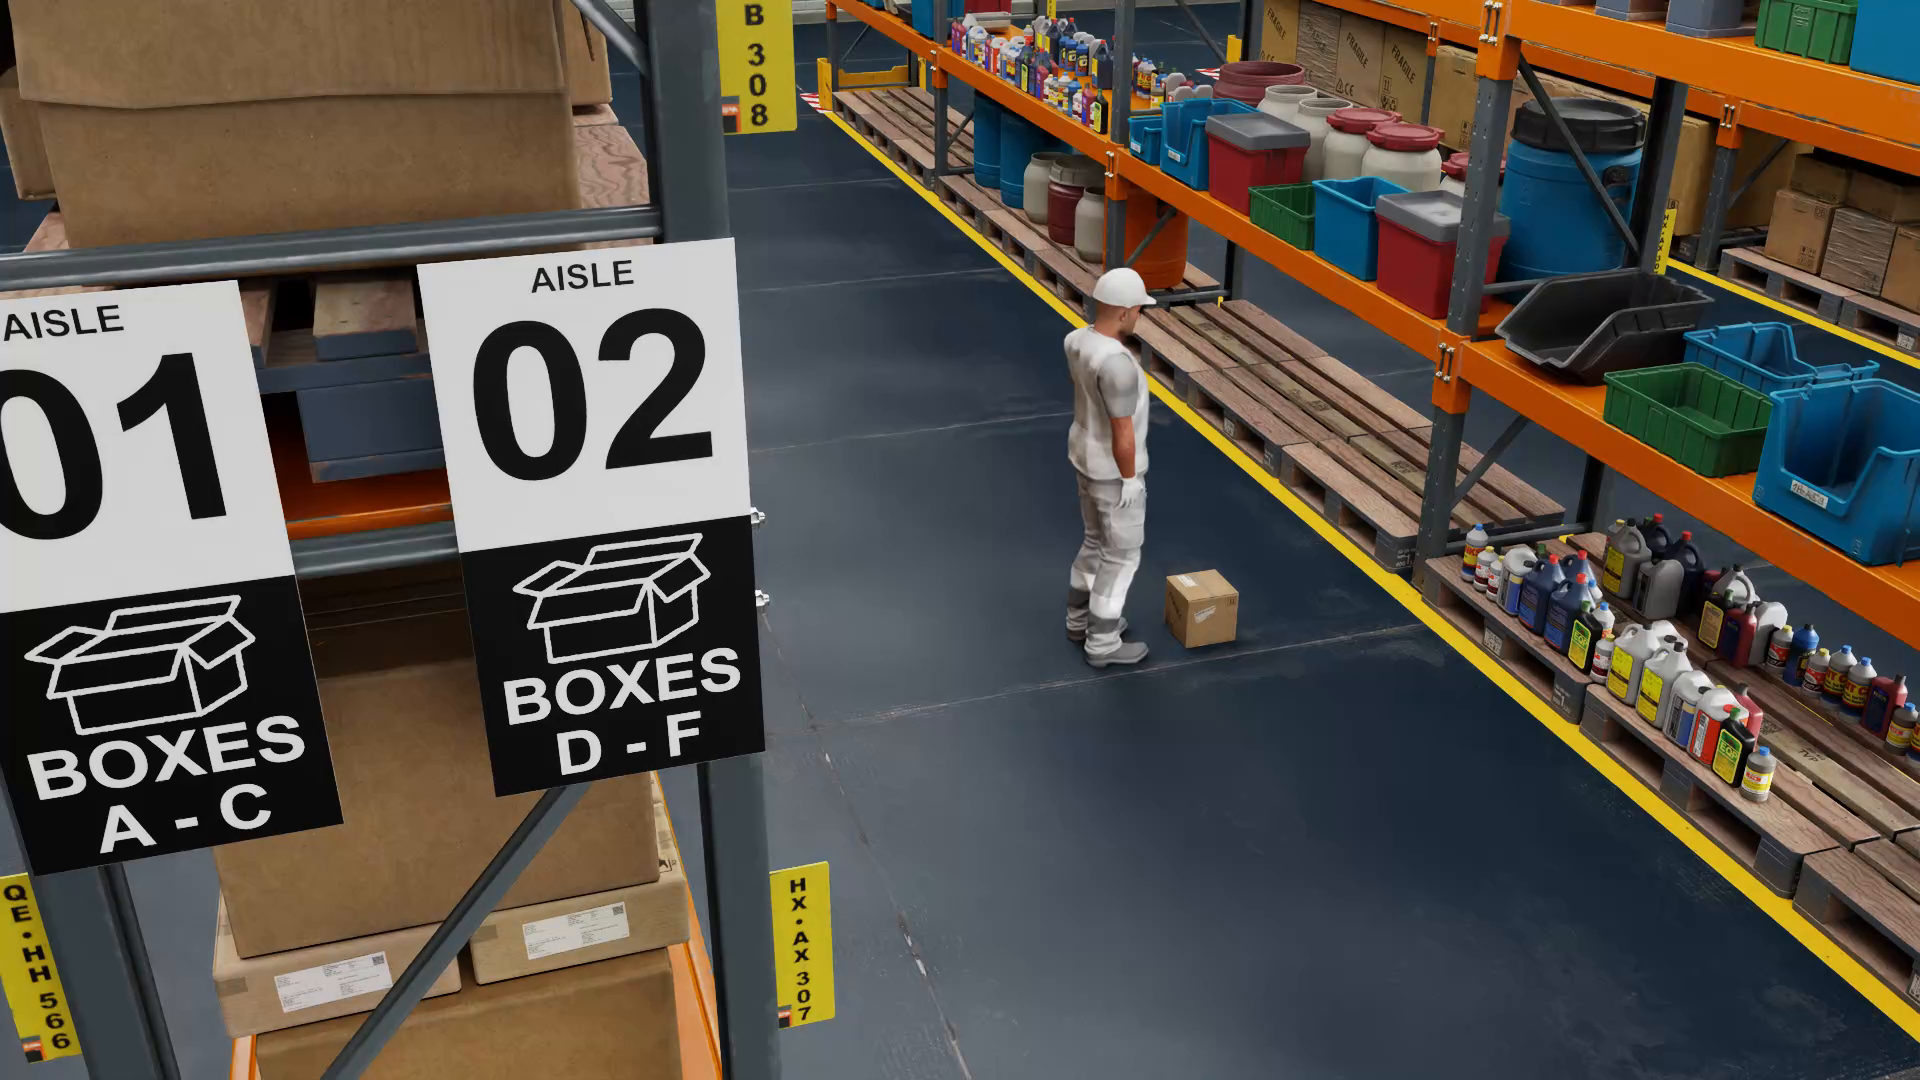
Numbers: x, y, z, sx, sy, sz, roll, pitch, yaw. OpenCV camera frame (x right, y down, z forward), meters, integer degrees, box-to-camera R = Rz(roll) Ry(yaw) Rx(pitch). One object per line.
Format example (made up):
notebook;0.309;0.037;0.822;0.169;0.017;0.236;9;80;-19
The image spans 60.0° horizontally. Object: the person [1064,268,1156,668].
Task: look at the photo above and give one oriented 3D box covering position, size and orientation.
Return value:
person;0.650;-0.316;7.243;0.358;1.776;0.528;-8;27;-15
